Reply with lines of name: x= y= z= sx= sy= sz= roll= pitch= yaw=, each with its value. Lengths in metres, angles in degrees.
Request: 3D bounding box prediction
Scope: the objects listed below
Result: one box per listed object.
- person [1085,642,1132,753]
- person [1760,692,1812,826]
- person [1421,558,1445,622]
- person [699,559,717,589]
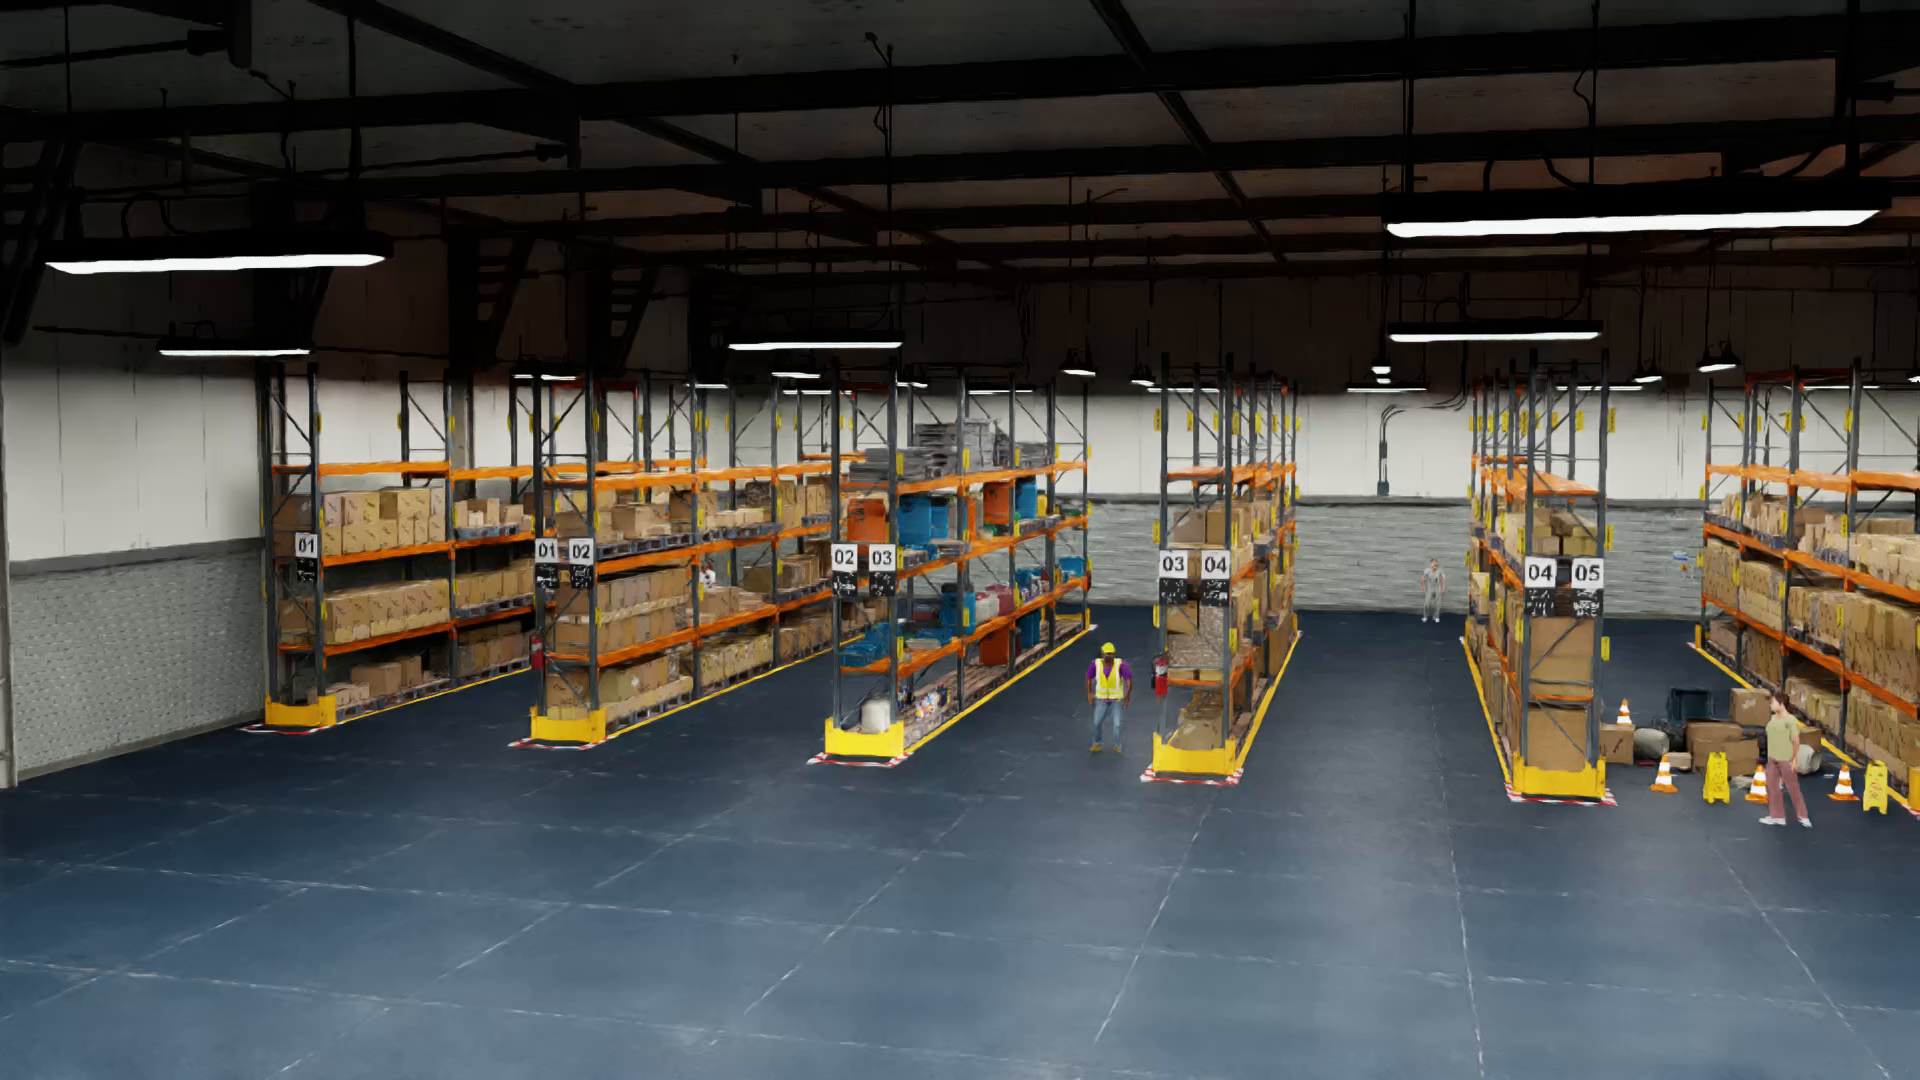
person: x=2.242 y=2.386 z=25.137 sx=0.719 sy=1.714 sz=0.578 roll=1 pitch=4 yaw=13
person: x=10.306 y=2.723 z=20.711 sx=0.535 sy=1.662 sz=0.562 roll=-1 pitch=4 yaw=-13
person: x=11.903 y=1.259 z=41.825 sx=0.580 sy=1.618 sz=0.507 roll=1 pitch=4 yaw=13
person: x=-6.137 y=1.311 z=40.257 sx=0.554 sy=1.709 sz=1.040 roll=1 pitch=4 yaw=13
